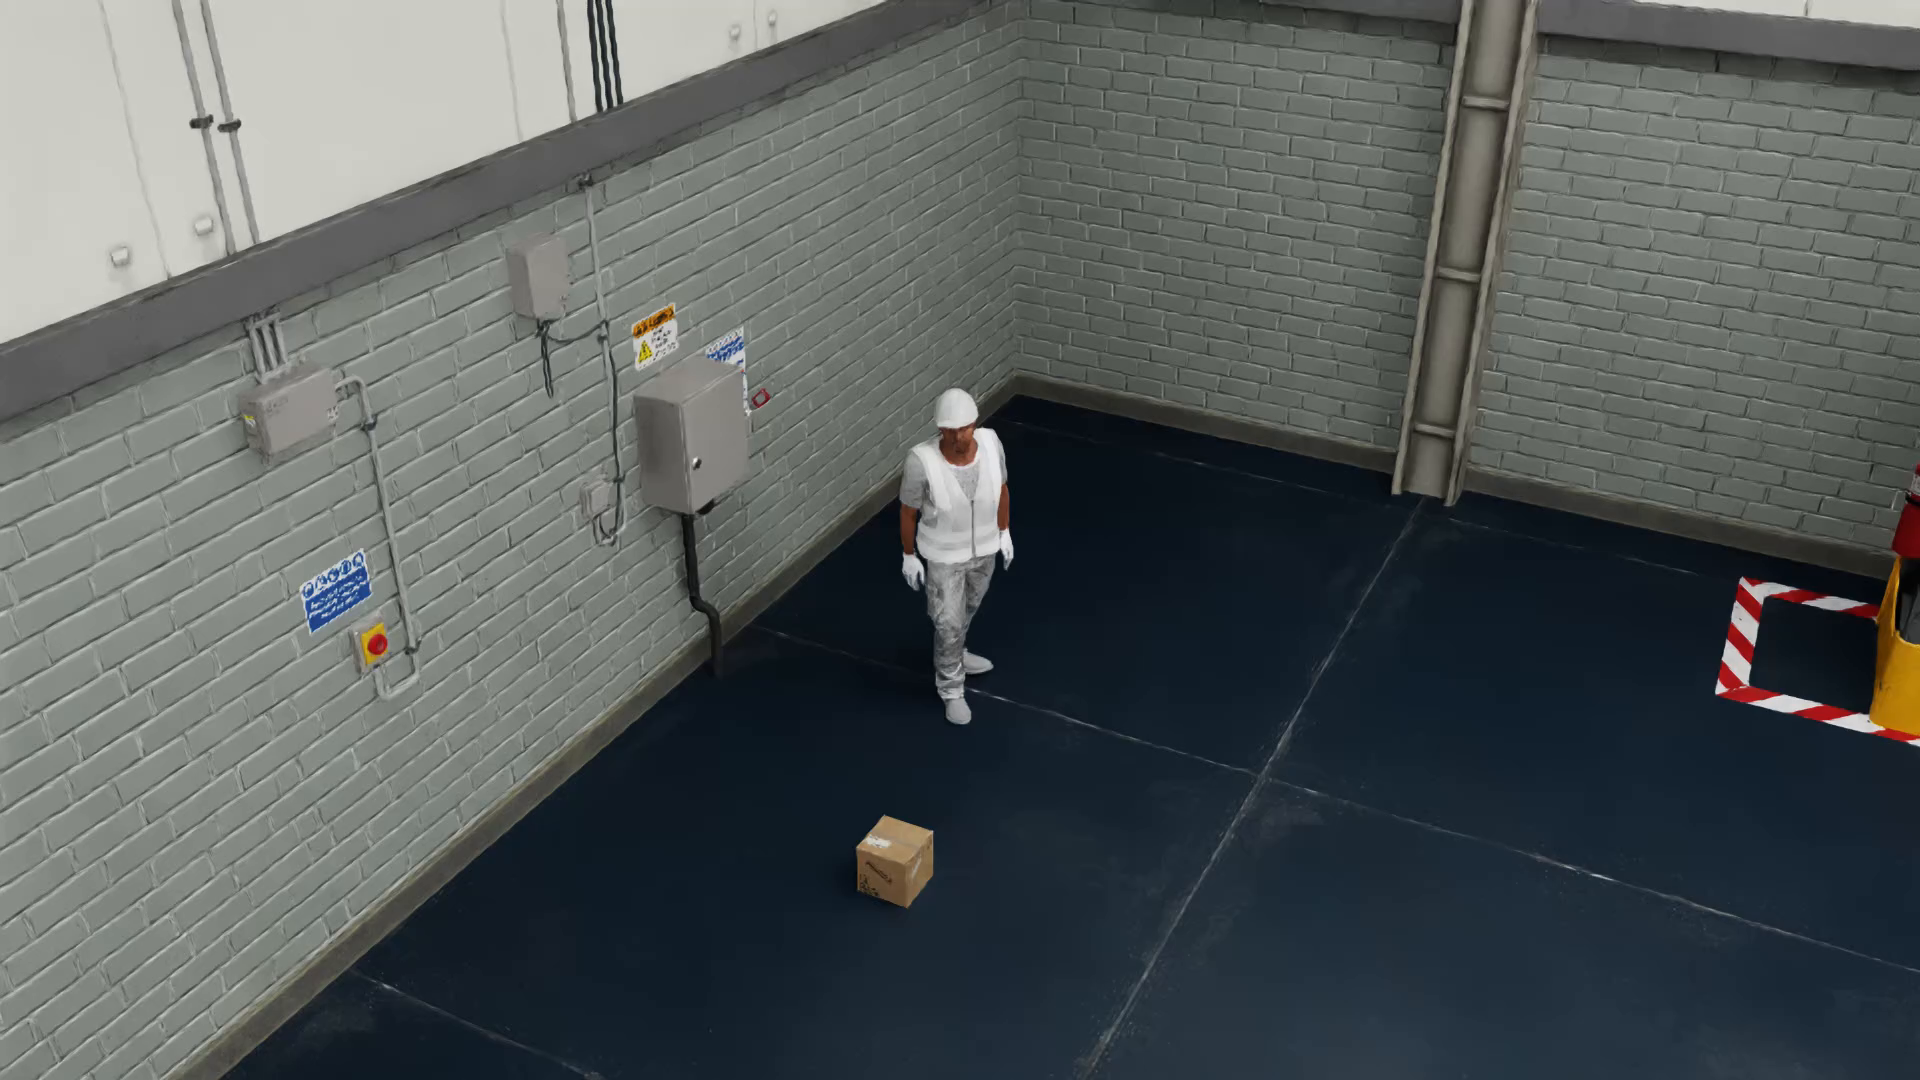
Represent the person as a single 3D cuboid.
[{"bbox_3d":[-0.020,0.029,8.228,0.585,1.776,0.587,-16,33,-25],"label":"person"}]
